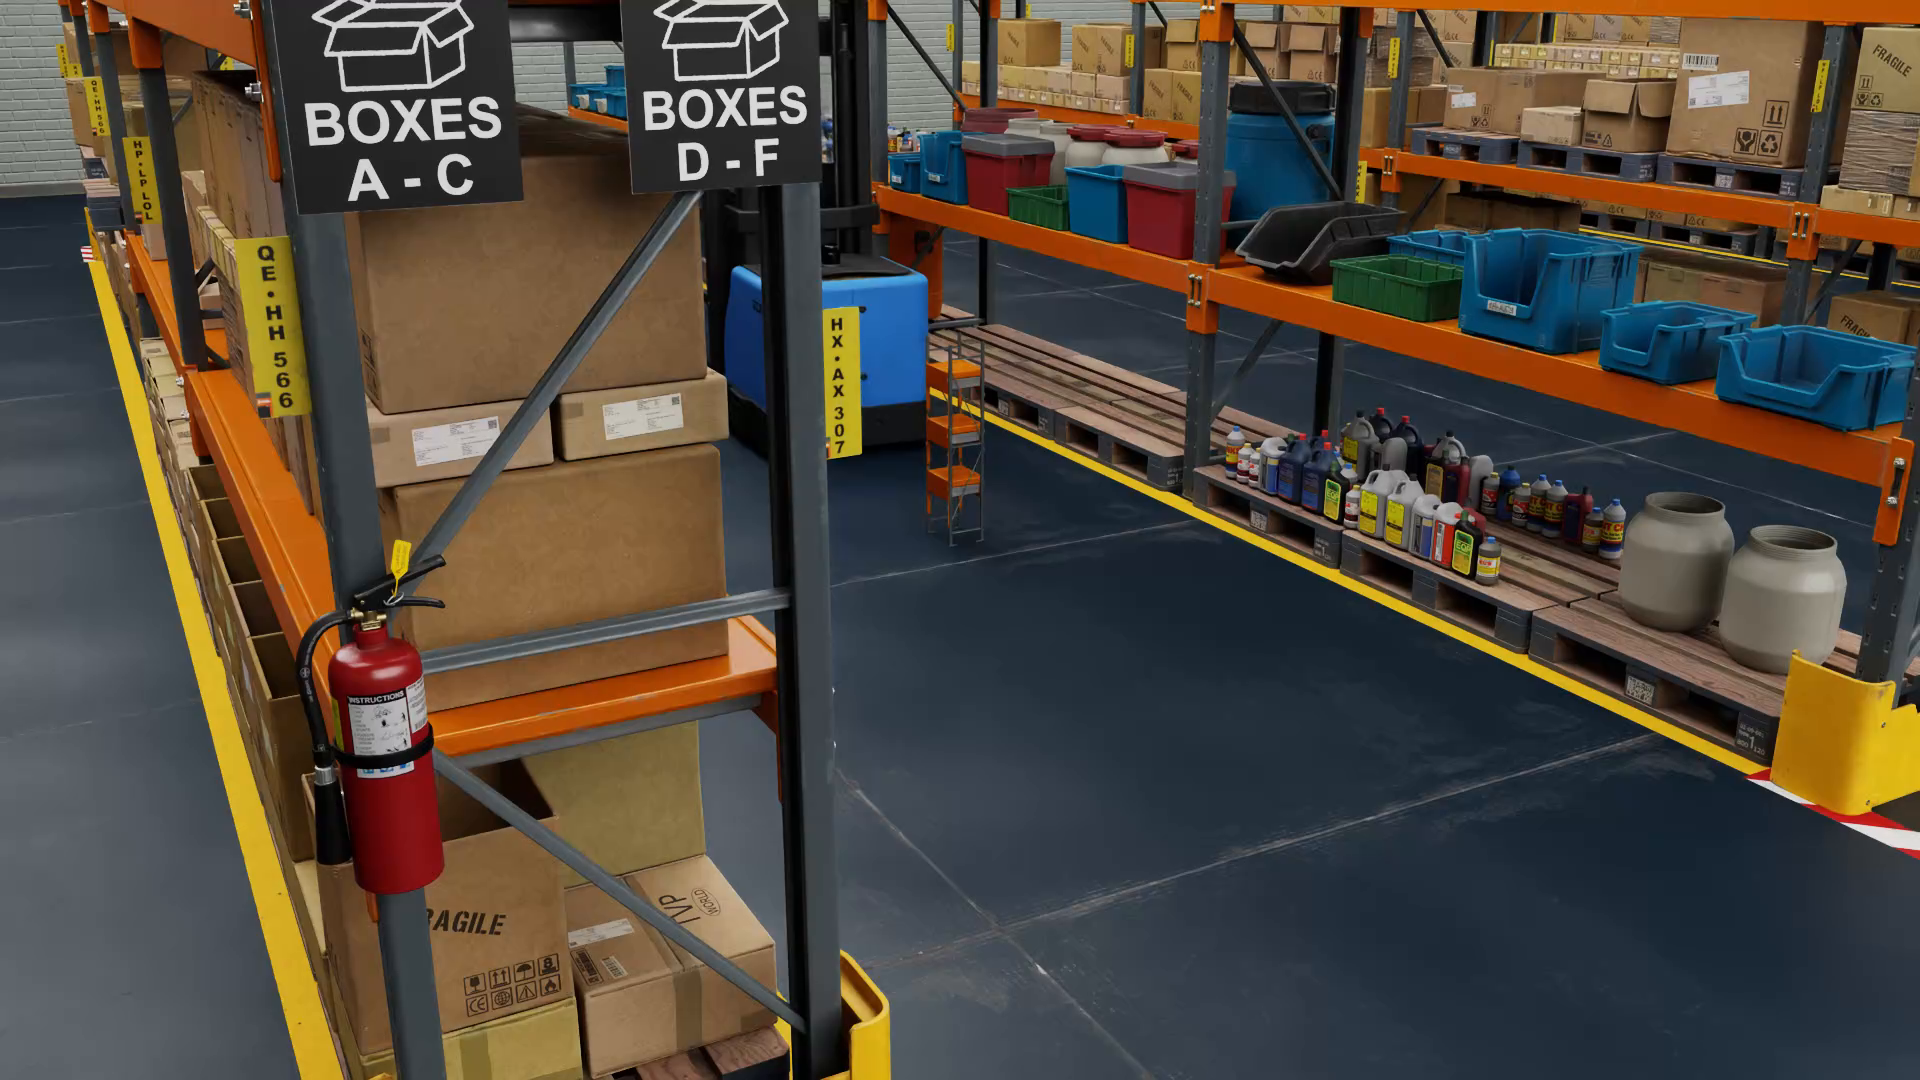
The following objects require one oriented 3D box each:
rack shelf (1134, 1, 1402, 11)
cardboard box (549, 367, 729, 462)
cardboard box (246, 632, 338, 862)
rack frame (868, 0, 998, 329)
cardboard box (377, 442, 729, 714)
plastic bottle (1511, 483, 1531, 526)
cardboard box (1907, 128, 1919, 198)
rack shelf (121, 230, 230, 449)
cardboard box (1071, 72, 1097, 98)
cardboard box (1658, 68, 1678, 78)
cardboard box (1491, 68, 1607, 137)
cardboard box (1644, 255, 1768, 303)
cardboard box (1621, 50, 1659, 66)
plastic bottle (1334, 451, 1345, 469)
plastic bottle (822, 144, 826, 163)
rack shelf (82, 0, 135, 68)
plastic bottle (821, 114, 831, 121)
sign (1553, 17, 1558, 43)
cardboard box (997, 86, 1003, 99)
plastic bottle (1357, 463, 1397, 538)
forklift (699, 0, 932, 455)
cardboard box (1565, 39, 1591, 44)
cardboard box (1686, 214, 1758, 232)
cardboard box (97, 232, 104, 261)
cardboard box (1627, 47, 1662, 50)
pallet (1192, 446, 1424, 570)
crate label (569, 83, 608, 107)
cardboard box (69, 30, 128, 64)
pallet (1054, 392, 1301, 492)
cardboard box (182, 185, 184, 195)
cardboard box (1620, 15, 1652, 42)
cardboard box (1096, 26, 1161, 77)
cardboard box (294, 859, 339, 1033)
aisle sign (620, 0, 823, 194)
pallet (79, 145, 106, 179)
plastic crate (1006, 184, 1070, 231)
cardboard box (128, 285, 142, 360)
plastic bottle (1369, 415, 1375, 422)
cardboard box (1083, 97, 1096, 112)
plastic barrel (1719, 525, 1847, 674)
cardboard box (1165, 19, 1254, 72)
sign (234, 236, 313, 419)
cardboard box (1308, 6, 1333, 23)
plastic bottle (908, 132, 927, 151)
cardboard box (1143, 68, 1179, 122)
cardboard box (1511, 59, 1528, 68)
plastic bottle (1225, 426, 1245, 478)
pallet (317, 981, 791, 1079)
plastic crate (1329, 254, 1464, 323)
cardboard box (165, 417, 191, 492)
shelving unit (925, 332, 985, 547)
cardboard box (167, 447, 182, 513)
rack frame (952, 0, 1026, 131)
[{"bbox_3d":[3.221,-5.285,15.852,1.077,0.370,4.000,-10,21,-27],"label":"rack shelf"},{"bbox_3d":[-0.747,-0.303,3.762,0.380,0.149,0.250,-10,21,-27],"label":"cardboard box"},{"bbox_3d":[-1.755,0.551,4.857,0.500,0.500,0.500,-10,21,-27],"label":"cardboard box"},{"bbox_3d":[-0.188,-2.865,12.337,1.000,3.000,0.127,-10,21,-27],"label":"rack frame"},{"bbox_3d":[-0.961,0.014,3.839,0.700,0.500,0.500,-10,21,-27],"label":"cardboard box"},{"bbox_3d":[2.767,-0.178,8.165,0.097,0.201,0.097,0,19,0],"label":"plastic bottle"},{"bbox_3d":[6.436,-2.385,10.334,0.875,0.500,0.500,-10,21,-27],"label":"cardboard box"},{"bbox_3d":[-3.599,-1.185,8.570,1.077,0.370,4.000,-10,21,-27],"label":"rack shelf"},{"bbox_3d":[1.583,-5.085,18.543,0.500,0.250,0.500,-9,21,-25],"label":"cardboard box"},{"bbox_3d":[7.575,-4.887,17.481,0.380,0.149,0.250,-10,21,-27],"label":"cardboard box"},{"bbox_3d":[4.816,-3.585,13.625,0.700,0.500,0.500,-7,20,-19],"label":"cardboard box"},{"bbox_3d":[5.588,-1.830,12.494,0.700,0.500,0.500,-10,21,-27],"label":"cardboard box"},{"bbox_3d":[7.336,-5.174,17.857,0.380,0.149,0.250,-9,21,-24],"label":"cardboard box"},{"bbox_3d":[1.905,-0.317,8.458,0.097,0.271,0.097,0,19,0],"label":"plastic bottle"},{"bbox_3d":[-1.043,-3.008,13.054,0.097,0.201,0.097,0,19,0],"label":"plastic bottle"},{"bbox_3d":[-3.599,-2.603,8.081,1.077,0.370,4.000,-10,21,-27],"label":"rack shelf"},{"bbox_3d":[-1.203,-3.642,14.779,0.152,0.276,0.135,-10,21,-27],"label":"plastic bottle"},{"bbox_3d":[7.171,-6.154,20.094,0.100,0.325,0.005,-10,21,-27],"label":"sign"},{"bbox_3d":[0.620,-5.436,20.171,0.380,0.149,0.250,-10,22,-27],"label":"cardboard box"},{"bbox_3d":[2.021,-0.201,8.001,0.144,0.351,0.185,-10,21,-27],"label":"plastic bottle"},{"bbox_3d":[-1.213,-2.333,10.899,1.130,2.935,3.031,-8,21,-22],"label":"forklift"},{"bbox_3d":[9.333,-7.188,24.711,0.500,0.500,0.500,-10,22,-27],"label":"cardboard box"},{"bbox_3d":[8.041,-3.537,17.472,0.500,0.500,0.500,-10,21,-27],"label":"cardboard box"},{"bbox_3d":[-7.865,-2.817,15.737,0.500,0.250,0.500,-10,21,-27],"label":"cardboard box"},{"bbox_3d":[7.665,-5.422,18.575,0.380,0.149,0.250,-11,22,-29],"label":"cardboard box"},{"bbox_3d":[1.994,-0.200,8.887,1.003,0.211,1.213,-10,21,-27],"label":"pallet"},{"bbox_3d":[-4.159,-4.989,18.657,0.416,0.233,0.303,-10,21,-27],"label":"crate label"},{"bbox_3d":[-7.162,-4.019,13.994,0.500,0.500,0.500,-10,22,-28],"label":"cardboard box"},{"bbox_3d":[1.304,-0.618,10.100,1.003,0.211,1.213,-10,21,-27],"label":"pallet"},{"bbox_3d":[-4.415,-1.946,9.809,0.500,0.311,0.500,-9,21,-23],"label":"cardboard box"},{"bbox_3d":[9.811,-7.365,23.692,0.500,0.500,0.500,-10,21,-26],"label":"cardboard box"},{"bbox_3d":[1.818,-5.296,18.004,0.500,0.500,0.500,-9,21,-25],"label":"cardboard box"},{"bbox_3d":[-1.513,1.049,4.565,0.500,0.250,0.500,-10,21,-27],"label":"cardboard box"},{"bbox_3d":[-0.449,-1.060,3.120,0.394,0.787,0.004,-10,21,-27],"label":"aisle sign"},{"bbox_3d":[-6.165,-2.910,12.762,1.003,0.211,1.213,-10,21,-27],"label":"pallet"},{"bbox_3d":[0.636,-2.073,10.366,0.450,0.188,0.662,-10,21,-27],"label":"plastic crate"},{"bbox_3d":[-5.445,-1.506,11.556,0.500,0.500,0.500,-11,22,-29],"label":"cardboard box"},{"bbox_3d":[2.230,-0.554,9.128,0.061,0.283,0.133,-9,21,-24],"label":"plastic bottle"},{"bbox_3d":[1.594,-4.847,18.463,0.380,0.149,0.250,-10,22,-28],"label":"cardboard box"},{"bbox_3d":[3.231,0.232,6.532,0.421,0.512,0.421,0,19,0],"label":"plastic barrel"},{"bbox_3d":[2.582,-5.120,17.180,0.797,0.503,0.637,-11,22,-28],"label":"cardboard box"},{"bbox_3d":[-1.234,-0.382,3.002,0.100,0.325,0.005,-10,21,-27],"label":"sign"},{"bbox_3d":[5.010,-7.015,22.221,0.500,0.500,0.500,-9,21,-25],"label":"cardboard box"},{"bbox_3d":[-0.329,-3.114,13.247,0.152,0.276,0.135,-10,21,-27],"label":"plastic bottle"},{"bbox_3d":[2.270,-4.657,17.377,0.500,0.500,0.500,-10,21,-26],"label":"cardboard box"},{"bbox_3d":[6.592,-5.482,19.205,0.380,0.149,0.250,-10,22,-28],"label":"cardboard box"},{"bbox_3d":[1.477,-0.476,8.921,0.097,0.271,0.097,0,19,0],"label":"plastic bottle"},{"bbox_3d":[-1.150,1.302,4.533,1.003,0.211,1.213,-10,21,-27],"label":"pallet"},{"bbox_3d":[2.108,-1.184,7.788,0.450,0.188,0.662,-10,21,-27],"label":"plastic crate"},{"bbox_3d":[-3.582,-0.479,8.132,0.500,0.311,0.500,-10,21,-27],"label":"cardboard box"},{"bbox_3d":[-0.025,-0.512,8.505,0.215,1.050,0.252,-10,21,-27],"label":"shelving unit"},{"bbox_3d":[-3.824,-0.362,8.655,0.500,0.250,0.500,-10,21,-26],"label":"cardboard box"},{"bbox_3d":[0.372,-5.929,21.216,1.000,3.000,0.127,-10,21,-27],"label":"rack frame"}]
